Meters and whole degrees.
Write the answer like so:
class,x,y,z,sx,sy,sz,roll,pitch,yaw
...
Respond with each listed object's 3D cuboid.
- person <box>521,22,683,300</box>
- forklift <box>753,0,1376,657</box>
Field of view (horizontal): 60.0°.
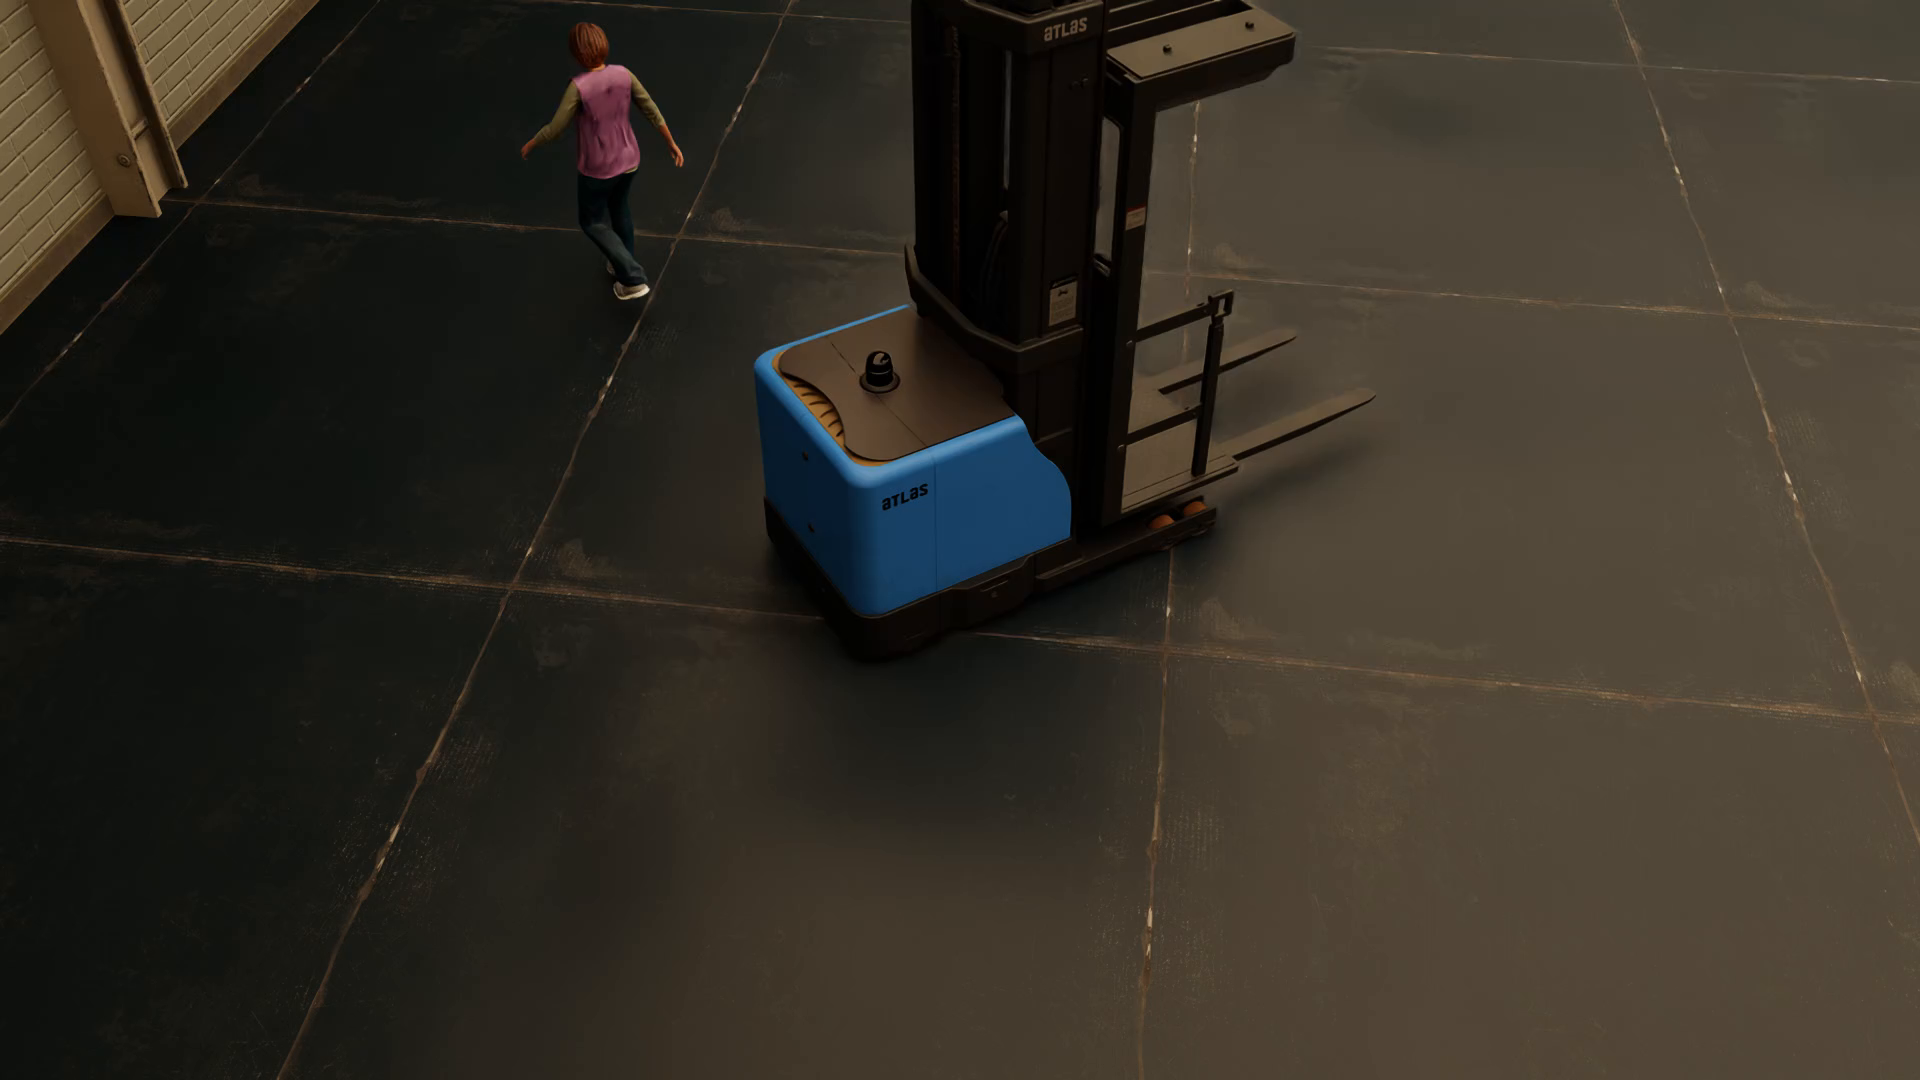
class,x,y,z,sx,sy,sz,roll,pitch,yaw
person,-1.877,-2.016,8.925,0.628,1.581,0.722,33,52,31
forklift,0.622,-1.318,7.159,3.031,2.935,1.130,-22,47,-22
